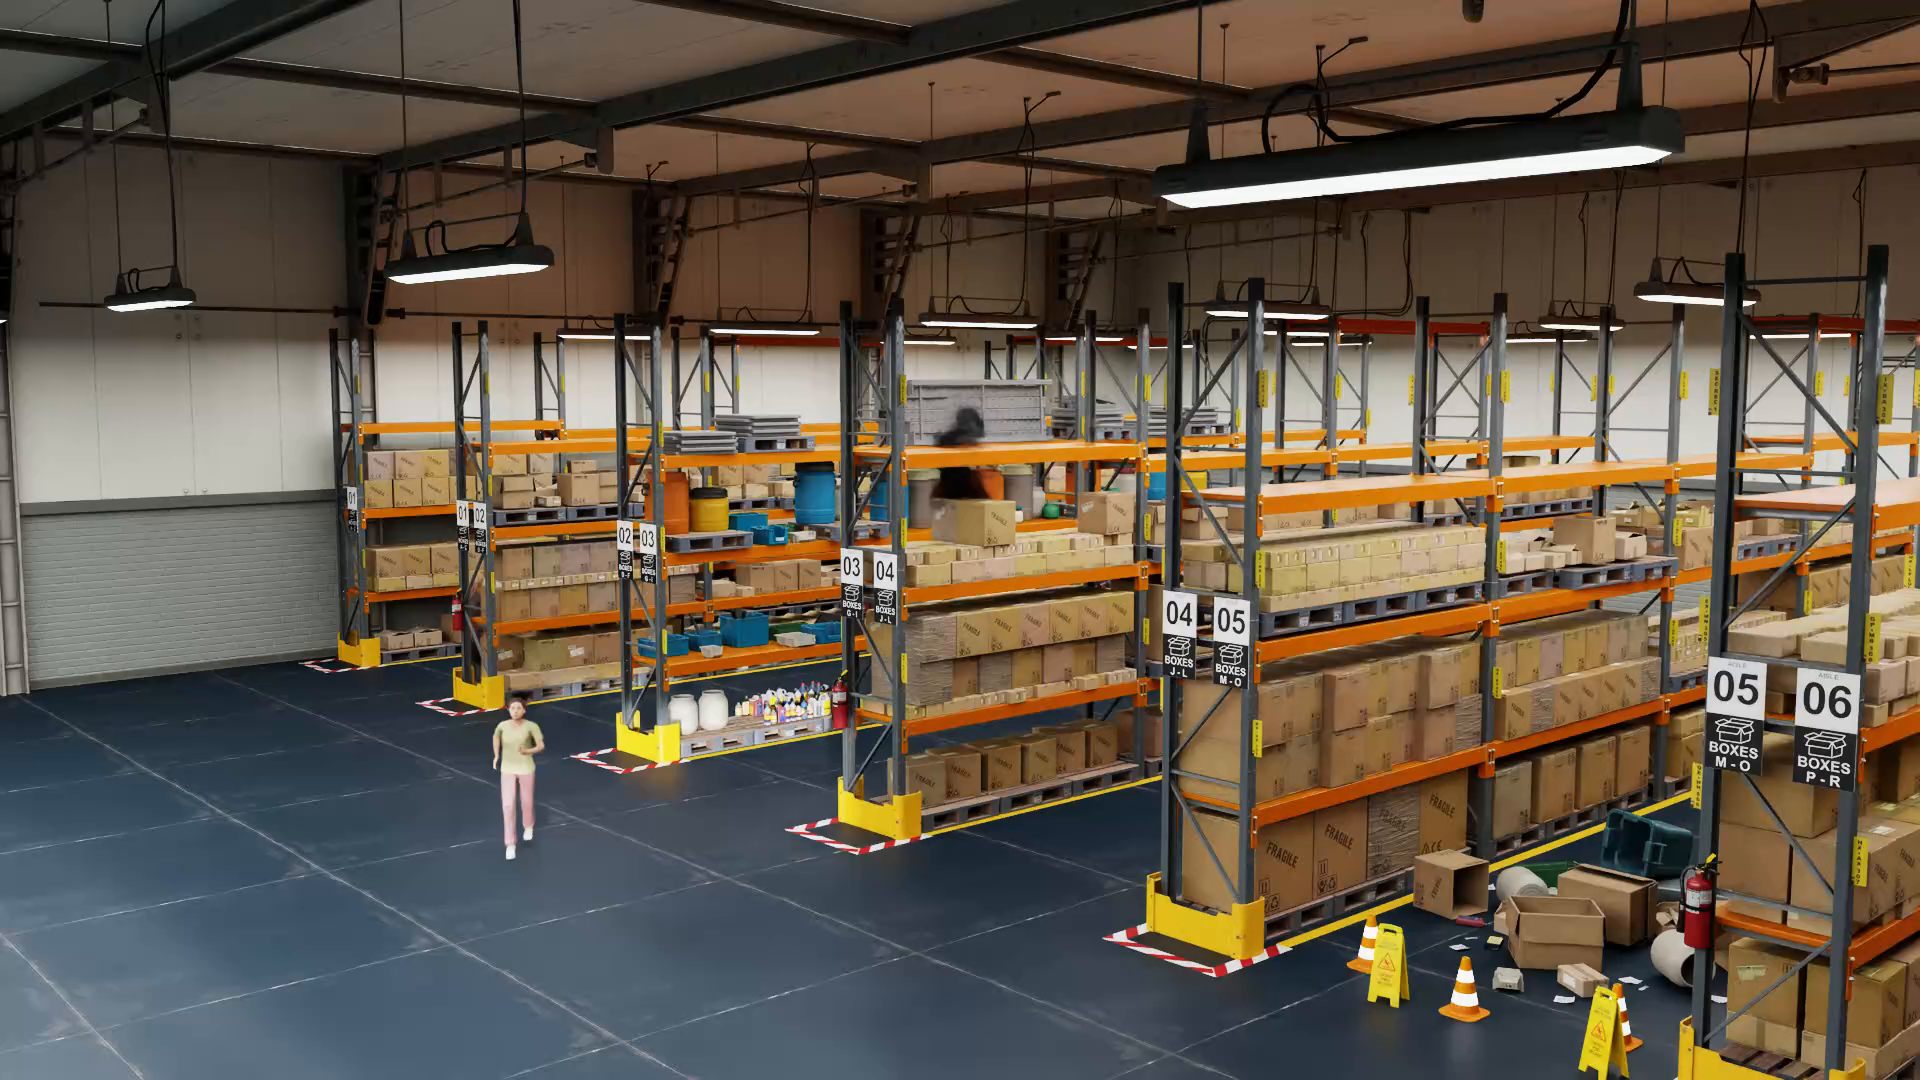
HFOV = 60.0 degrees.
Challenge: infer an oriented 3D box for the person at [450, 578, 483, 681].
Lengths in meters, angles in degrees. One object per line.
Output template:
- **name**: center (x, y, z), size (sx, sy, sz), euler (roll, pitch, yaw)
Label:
- **person**: center (-8.114, 1.533, 27.658), size (0.690, 1.828, 0.839), euler (5, 7, 40)

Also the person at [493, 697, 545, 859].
- **person**: center (-4.787, 2.523, 18.032), size (0.578, 1.661, 0.948), euler (-1, 6, -8)
